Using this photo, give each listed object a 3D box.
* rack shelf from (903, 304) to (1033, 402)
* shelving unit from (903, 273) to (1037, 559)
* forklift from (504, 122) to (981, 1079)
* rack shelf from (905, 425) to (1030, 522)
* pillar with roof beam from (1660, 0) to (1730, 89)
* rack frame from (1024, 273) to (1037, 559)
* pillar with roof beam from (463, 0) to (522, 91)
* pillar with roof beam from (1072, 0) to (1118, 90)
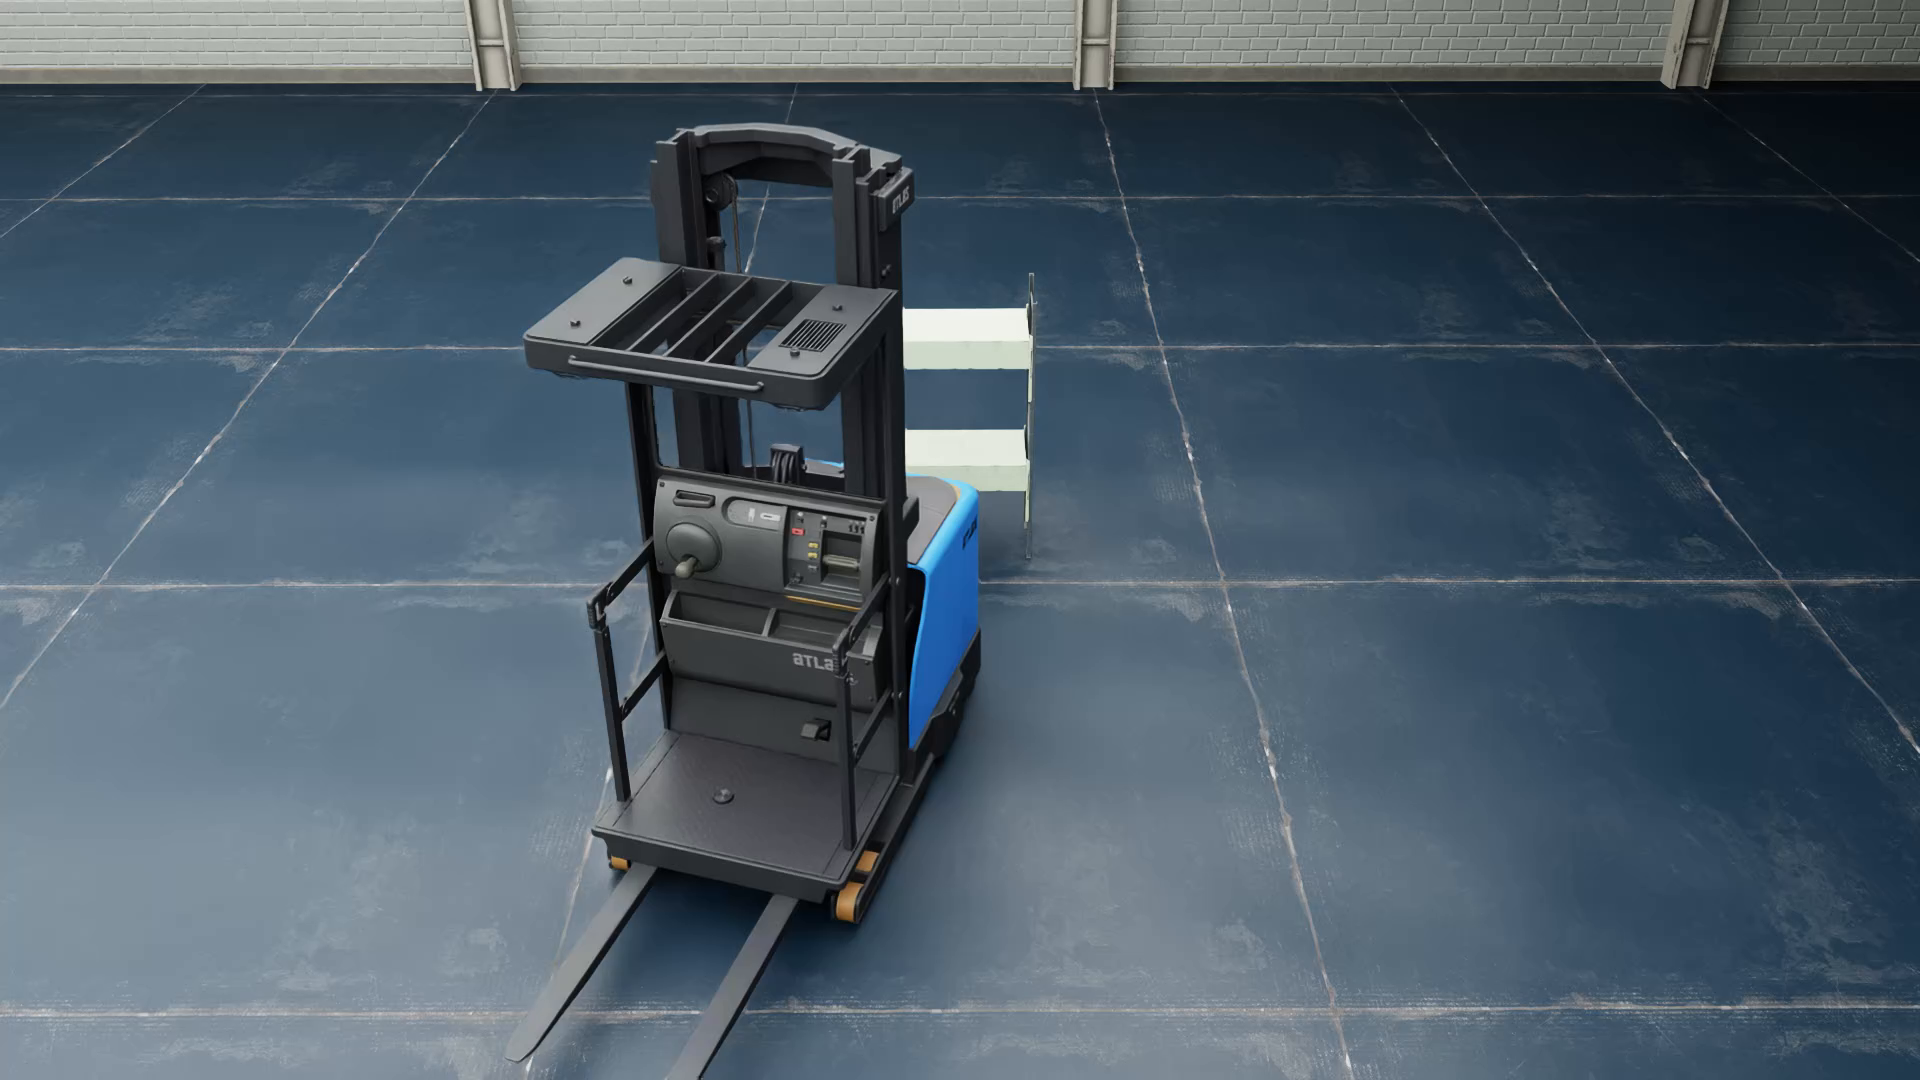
[{"bbox_3d":[0.007,-0.975,8.659,0.720,0.370,0.431,0,31,0],"label":"rack shelf"},{"bbox_3d":[0.007,-0.641,8.861,0.755,1.500,0.431,0,31,0],"label":"shelving unit"},{"bbox_3d":[-0.827,0.056,6.332,1.130,2.935,3.031,9,32,15],"label":"forklift"},{"bbox_3d":[0.007,-0.363,9.030,0.720,0.370,0.431,0,31,0],"label":"rack shelf"},{"bbox_3d":[7.372,-6.239,10.858,0.400,9.000,9.100,0,31,0],"label":"pillar with roof beam"},{"bbox_3d":[0.373,-0.642,8.863,0.023,1.500,0.400,0,31,0],"label":"rack frame"},{"bbox_3d":[-4.627,-6.202,10.796,0.400,9.000,9.100,0,31,0],"label":"pillar with roof beam"},{"bbox_3d":[1.372,-6.220,10.827,0.400,9.000,9.100,0,31,0],"label":"pillar with roof beam"}]
